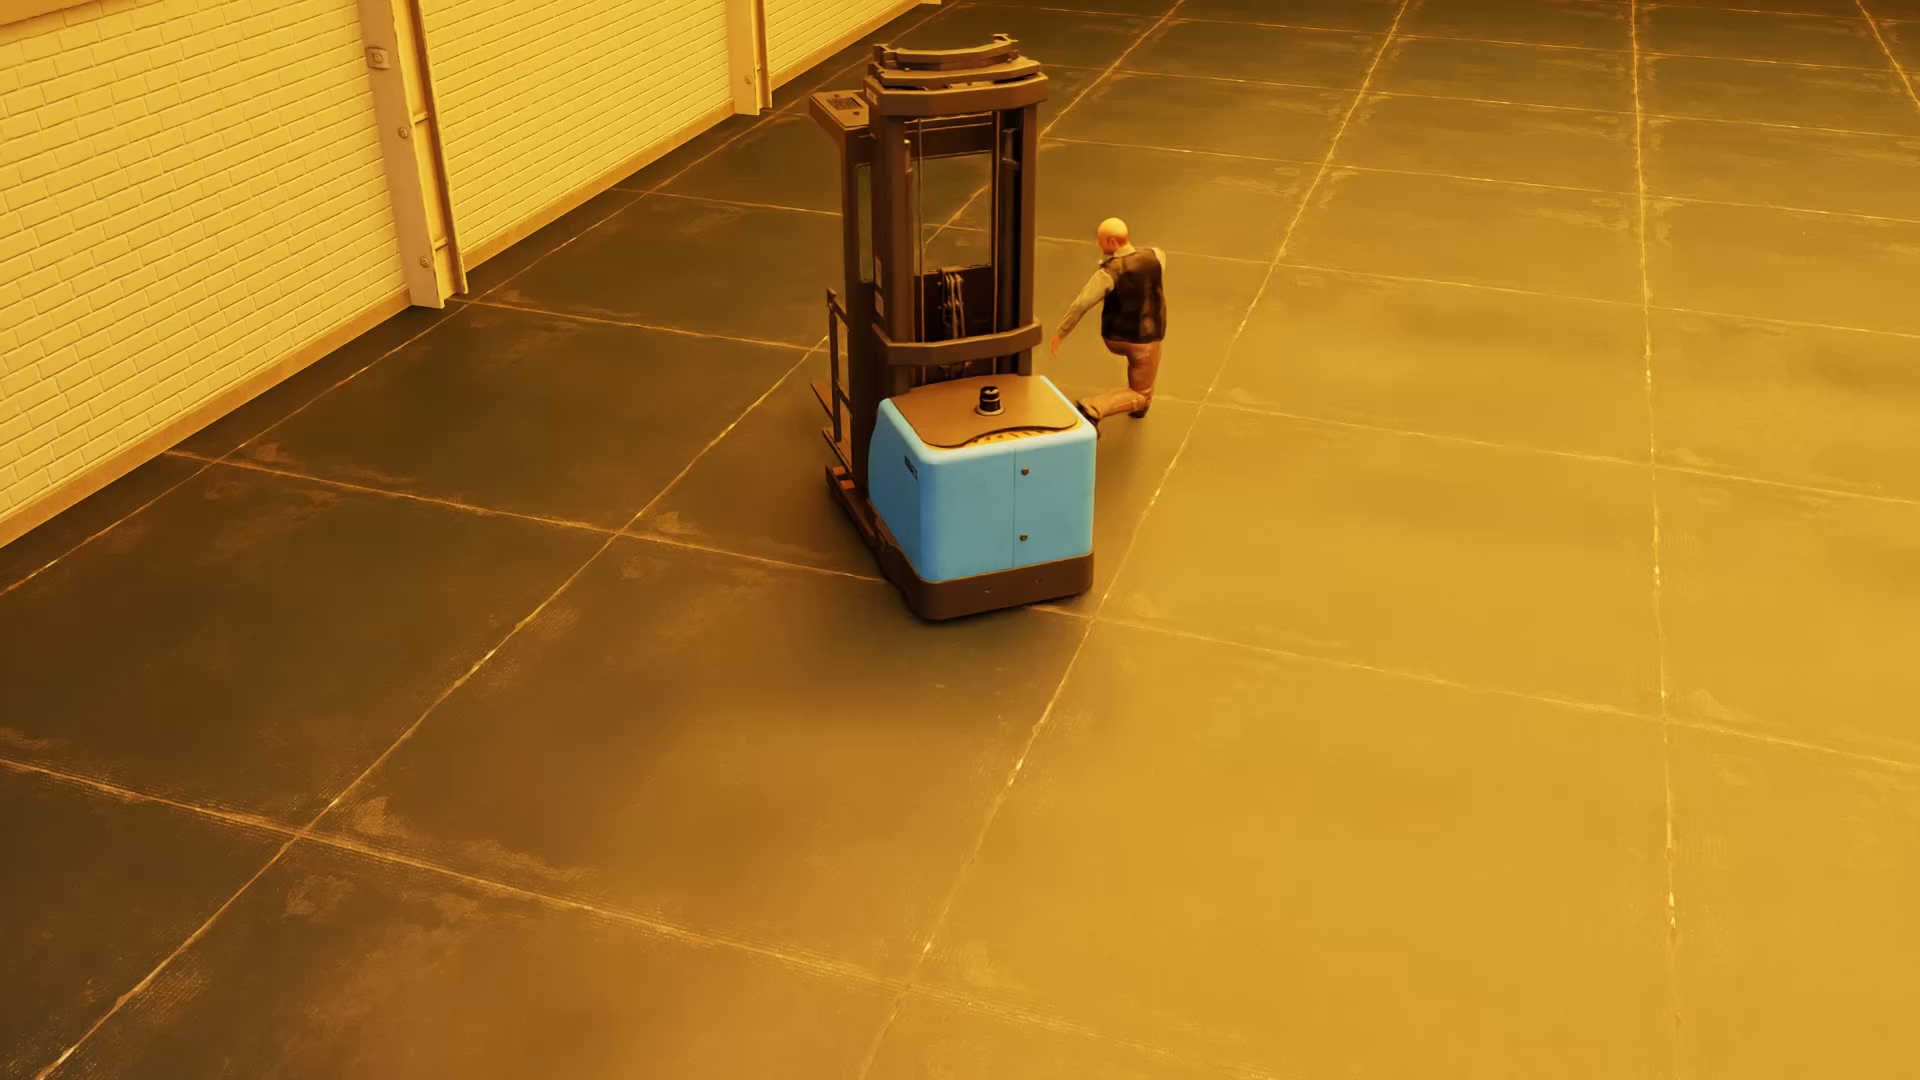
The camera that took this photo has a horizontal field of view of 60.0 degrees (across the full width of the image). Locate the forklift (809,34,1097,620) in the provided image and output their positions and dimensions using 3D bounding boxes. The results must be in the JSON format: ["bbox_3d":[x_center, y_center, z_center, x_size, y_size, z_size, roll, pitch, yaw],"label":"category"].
[{"bbox_3d":[-0.214,-1.547,9.851,1.130,2.935,3.031,-10,31,-17],"label":"forklift"}]

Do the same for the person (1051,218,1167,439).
[{"bbox_3d":[1.047,-1.428,11.178,0.669,1.490,0.933,16,34,26],"label":"person"}]
